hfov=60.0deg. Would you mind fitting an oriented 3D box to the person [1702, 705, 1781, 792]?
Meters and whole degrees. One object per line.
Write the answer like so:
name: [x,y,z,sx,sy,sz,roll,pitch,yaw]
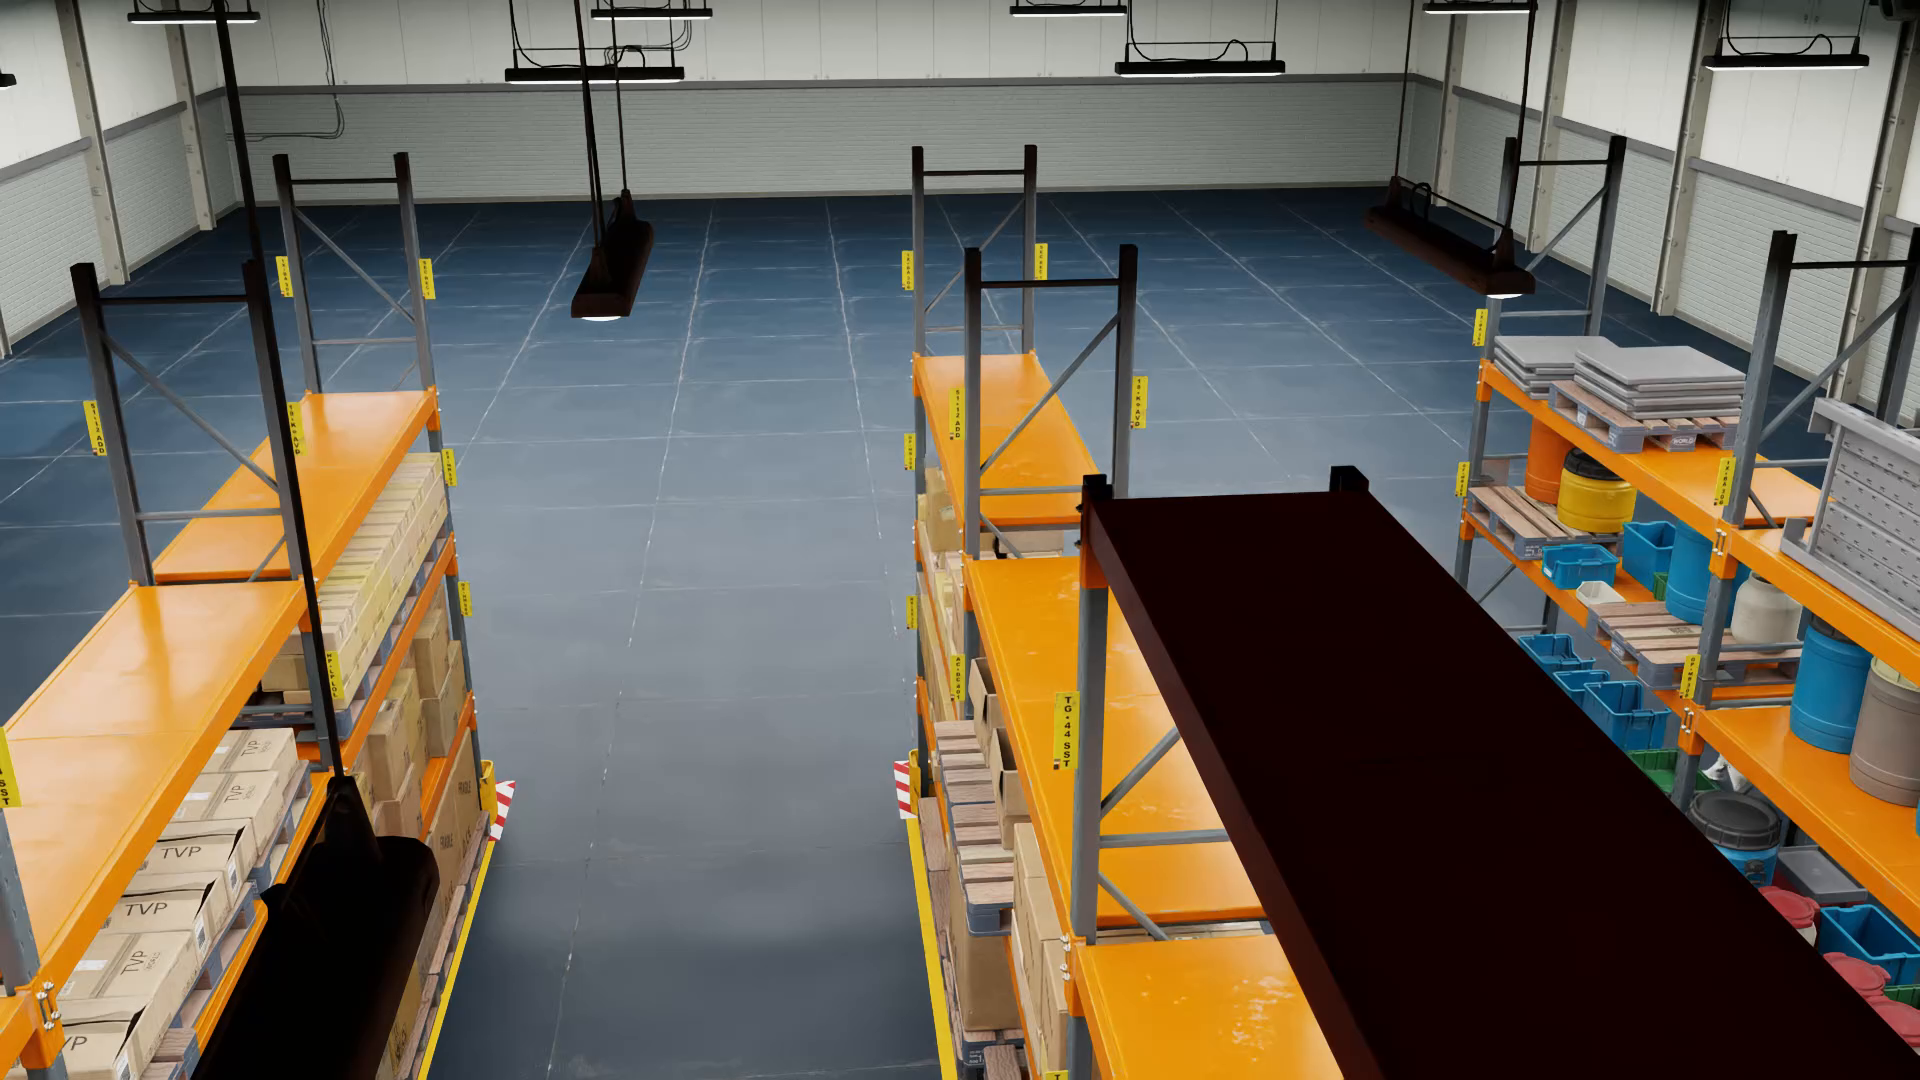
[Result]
person: [7.150,1.616,15.334,0.514,1.672,0.735,-11,24,-26]
